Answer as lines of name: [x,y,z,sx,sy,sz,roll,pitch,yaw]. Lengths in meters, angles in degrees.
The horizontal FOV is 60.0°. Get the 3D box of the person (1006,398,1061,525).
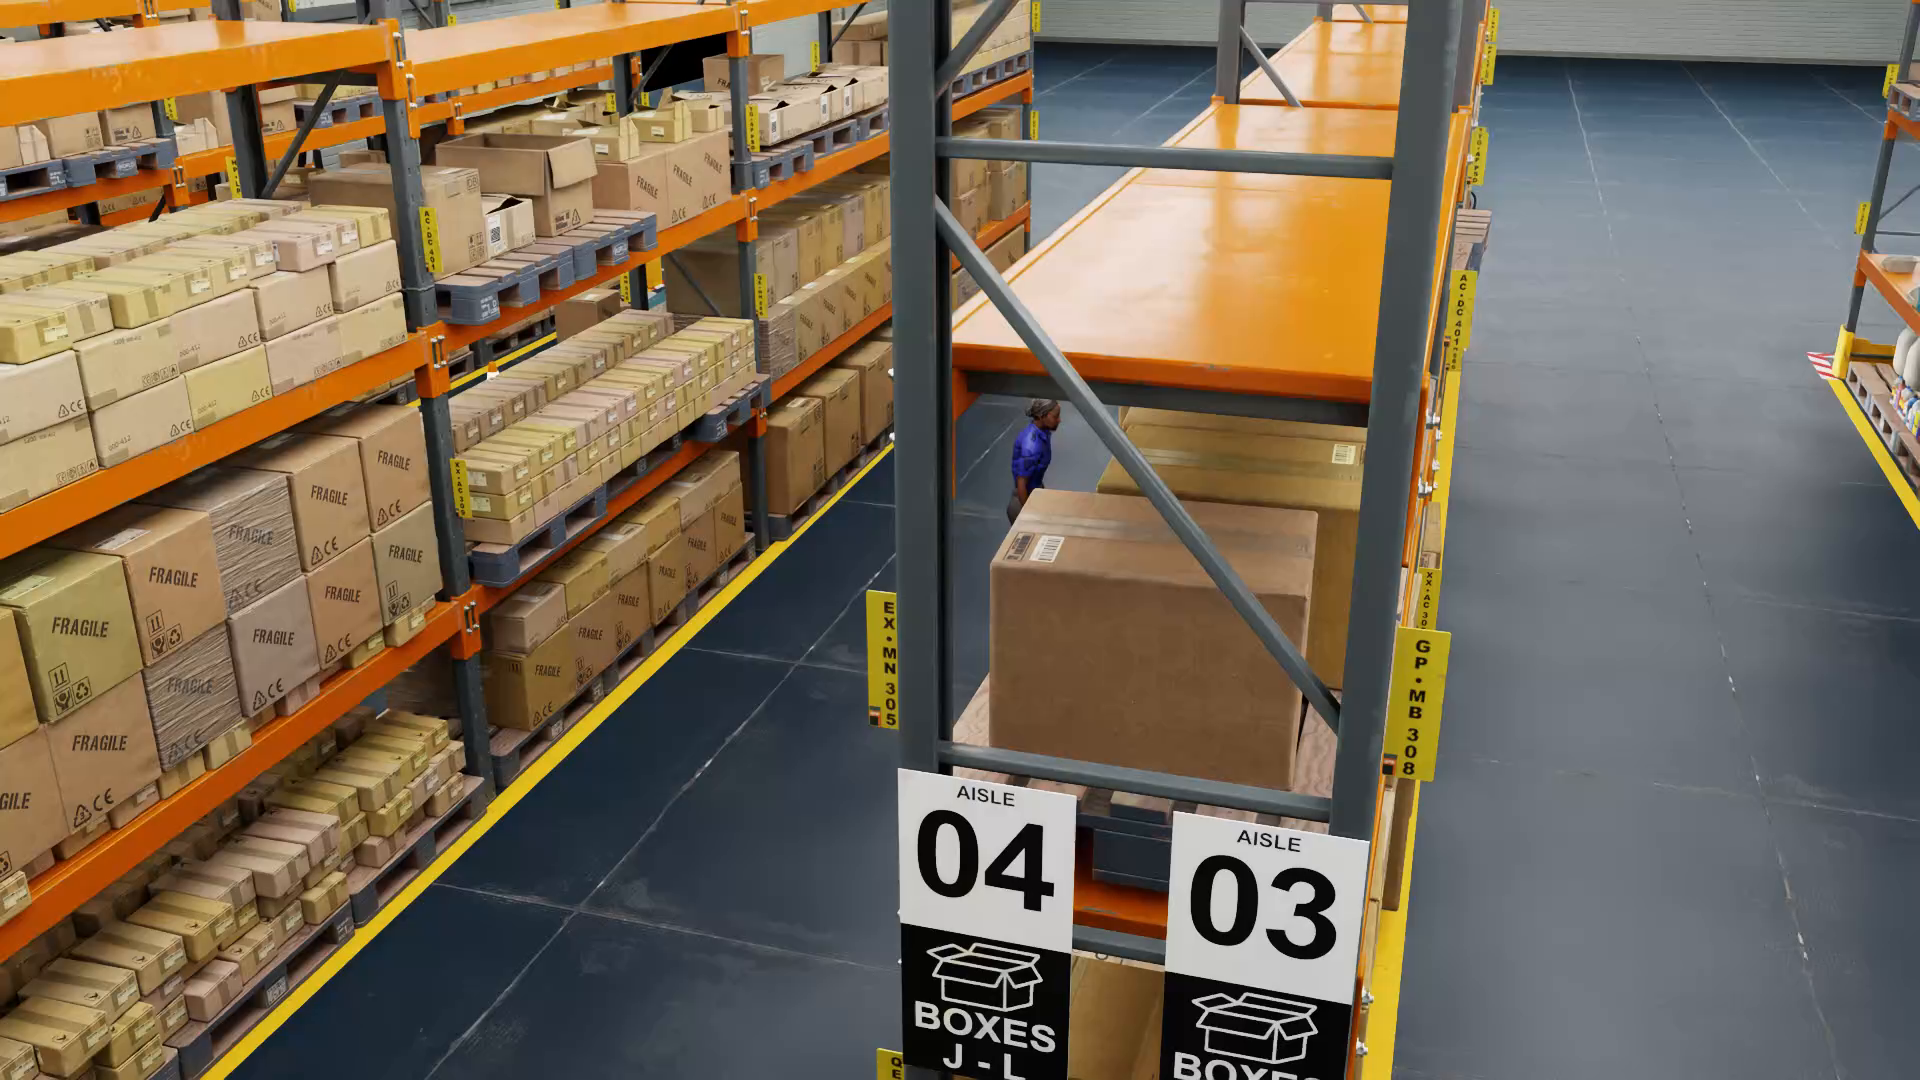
person: [0.517,-0.220,11.639,0.352,1.654,0.518,6,23,15]
